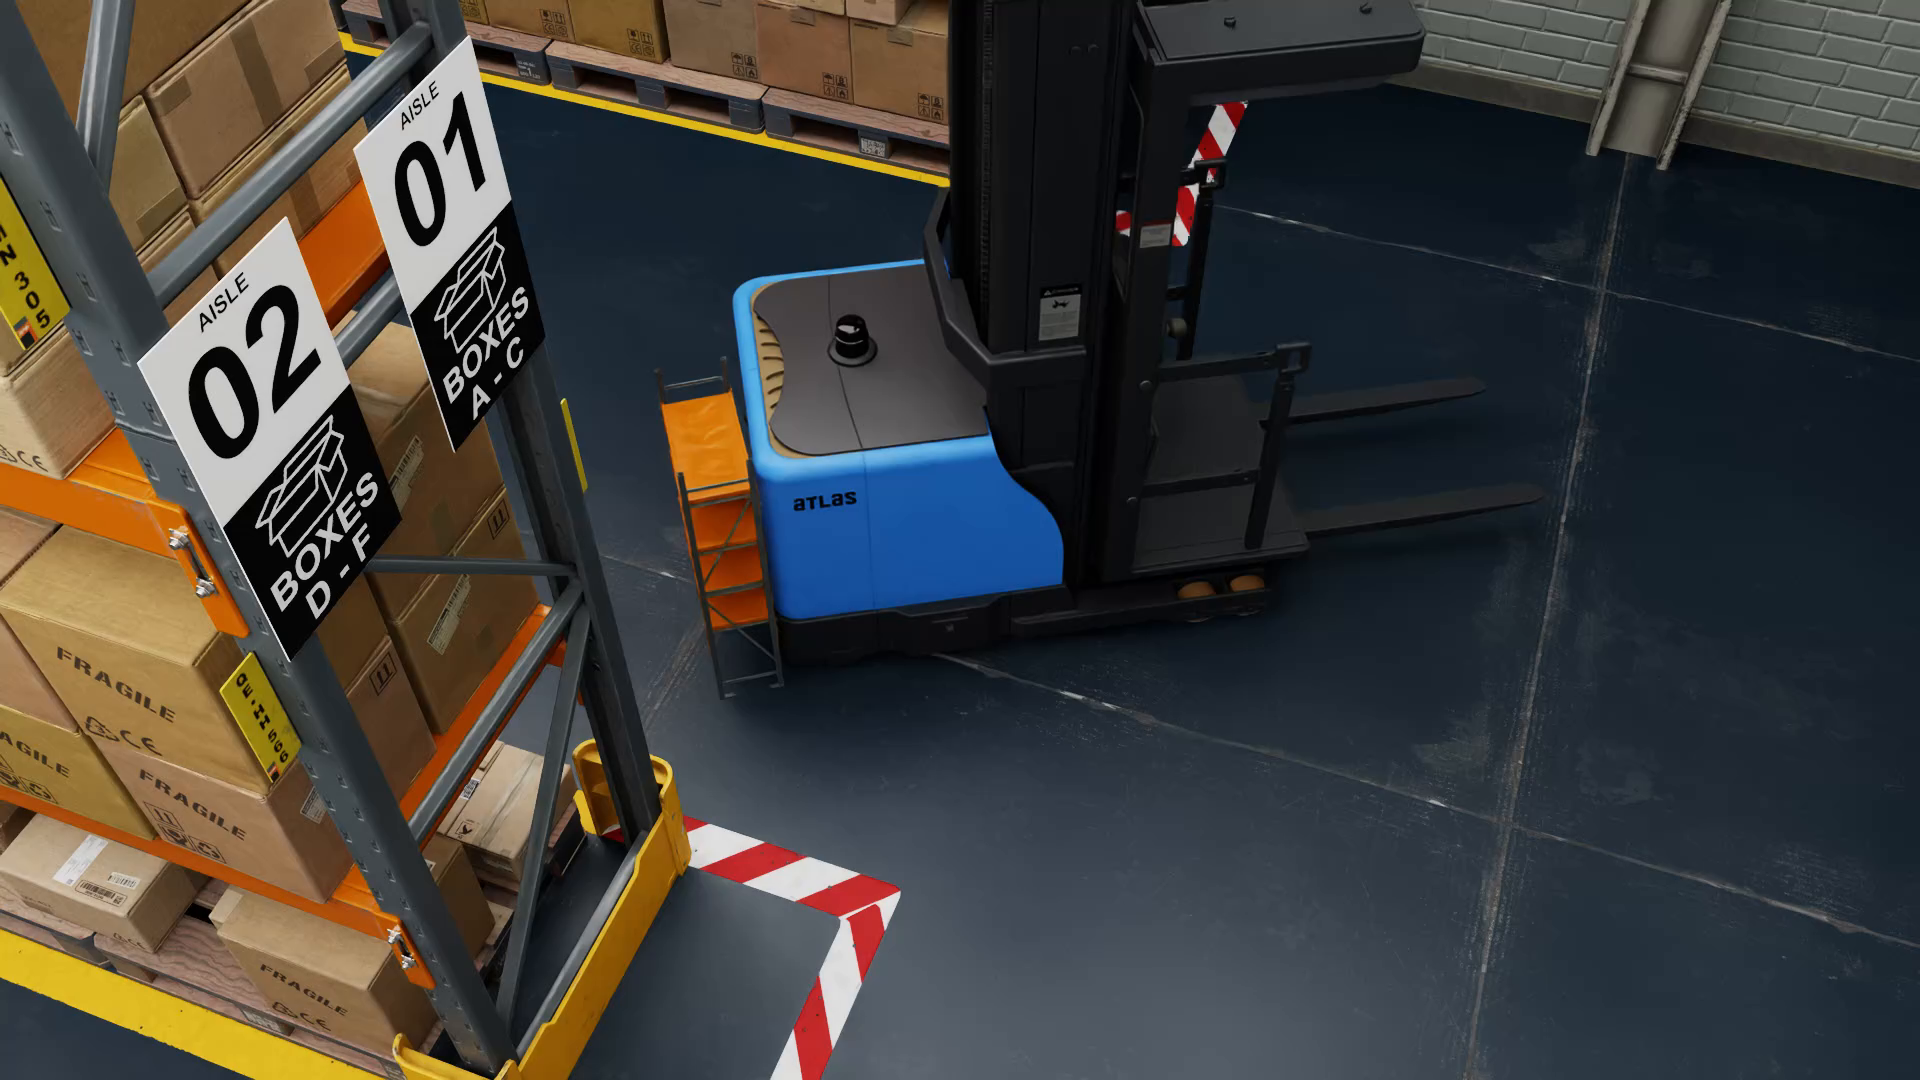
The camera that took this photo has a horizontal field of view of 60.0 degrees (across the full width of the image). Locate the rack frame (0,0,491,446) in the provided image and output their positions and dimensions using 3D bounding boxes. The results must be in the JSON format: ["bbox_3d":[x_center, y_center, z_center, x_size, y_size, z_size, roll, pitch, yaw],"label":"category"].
[{"bbox_3d":[-1.191,-1.509,1.970,0.127,3.000,1.000,16,51,13],"label":"rack frame"}]

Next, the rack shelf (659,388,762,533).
[{"bbox_3d":[-0.833,-0.270,5.536,0.258,0.148,0.480,-12,50,-10],"label":"rack shelf"}]

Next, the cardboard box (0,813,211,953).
[{"bbox_3d":[-2.667,0.974,5.316,0.500,0.250,0.500,16,51,13],"label":"cardboard box"}]

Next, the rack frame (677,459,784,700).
[{"bbox_3d":[-0.769,0.165,5.679,0.240,1.200,0.015,-12,50,-10],"label":"rack frame"}]

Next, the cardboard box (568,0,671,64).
[{"bbox_3d":[-1.613,-2.885,8.508,0.500,0.500,0.700,17,51,14],"label":"cardboard box"}]

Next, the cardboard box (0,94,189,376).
[{"bbox_3d":[-1.761,-0.595,2.931,0.500,0.250,0.500,16,51,13],"label":"cardboard box"}]

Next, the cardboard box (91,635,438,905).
[{"bbox_3d":[-1.706,0.498,4.134,0.500,0.500,0.500,17,51,14],"label":"cardboard box"}]

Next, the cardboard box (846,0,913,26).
[{"bbox_3d":[-0.353,-2.605,7.837,0.250,0.149,0.380,15,51,13],"label":"cardboard box"}]

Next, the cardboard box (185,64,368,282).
[{"bbox_3d":[-1.585,-0.793,3.433,0.500,0.250,0.500,16,51,13],"label":"cardboard box"}]

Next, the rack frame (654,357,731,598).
[{"bbox_3d":[-0.895,-0.191,5.988,0.240,1.200,0.015,-12,50,-10],"label":"rack frame"}]

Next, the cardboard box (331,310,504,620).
[{"bbox_3d":[-1.516,-0.208,4.084,0.500,0.500,0.500,17,51,14],"label":"cardboard box"}]

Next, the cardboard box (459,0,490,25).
[{"bbox_3d":[-2.564,-3.155,8.742,0.500,0.500,0.700,16,51,14],"label":"cardboard box"}]

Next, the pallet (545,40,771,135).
[{"bbox_3d":[-1.396,-2.618,8.746,1.213,0.211,1.003,16,51,13],"label":"pallet"}]

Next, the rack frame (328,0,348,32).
[{"bbox_3d":[-3.230,-4.104,8.189,0.127,3.000,1.000,16,51,13],"label":"rack frame"}]

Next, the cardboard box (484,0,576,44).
[{"bbox_3d":[-2.094,-3.021,8.626,0.500,0.500,0.700,15,51,13],"label":"cardboard box"}]

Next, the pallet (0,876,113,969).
[{"bbox_3d":[-3.151,0.820,5.766,1.213,0.211,1.003,16,51,13],"label":"pallet"}]

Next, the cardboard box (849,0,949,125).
[{"bbox_3d":[-0.169,-2.488,8.164,0.500,0.500,0.700,16,51,13],"label":"cardboard box"}]

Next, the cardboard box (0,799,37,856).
[{"bbox_3d":[-3.179,0.570,5.499,0.637,0.503,0.797,16,51,13],"label":"cardboard box"}]

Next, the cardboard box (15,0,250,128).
[{"bbox_3d":[-1.679,-1.010,2.794,0.500,0.500,0.700,16,51,13],"label":"cardboard box"}]

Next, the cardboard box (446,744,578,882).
[{"bbox_3d":[-1.465,0.892,5.454,0.250,0.149,0.380,16,51,13],"label":"cardboard box"}]

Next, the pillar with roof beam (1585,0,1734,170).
[{"bbox_3d":[1.863,-1.876,2.288,0.400,9.000,9.100,16,51,13],"label":"pillar with roof beam"}]

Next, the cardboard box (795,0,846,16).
[{"bbox_3d":[-0.593,-2.672,7.894,0.250,0.149,0.380,17,51,14],"label":"cardboard box"}]

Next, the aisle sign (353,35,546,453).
[{"bbox_3d":[-1.025,-0.586,3.419,0.004,0.787,0.394,16,51,13],"label":"aisle sign"}]

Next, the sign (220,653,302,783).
[{"bbox_3d":[-1.402,0.361,3.344,0.005,0.325,0.100,16,51,13],"label":"sign"}]

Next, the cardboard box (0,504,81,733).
[{"bbox_3d":[-2.178,0.042,3.868,0.500,0.500,0.500,17,51,14],"label":"cardboard box"}]

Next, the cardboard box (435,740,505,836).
[{"bbox_3d":[-1.699,0.821,5.504,0.250,0.166,0.380,16,51,13],"label":"cardboard box"}]

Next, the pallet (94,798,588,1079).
[{"bbox_3d":[-2.011,1.141,5.488,1.213,0.211,1.003,16,51,13],"label":"pallet"}]

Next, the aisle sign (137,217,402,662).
[{"bbox_3d":[-1.233,-0.161,3.051,0.004,0.787,0.394,16,51,13],"label":"aisle sign"}]

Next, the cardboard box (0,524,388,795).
[{"bbox_3d":[-1.704,0.174,3.753,0.500,0.500,0.500,15,51,13],"label":"cardboard box"}]

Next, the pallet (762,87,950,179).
[{"bbox_3d":[-0.255,-2.298,8.468,1.213,0.211,1.003,16,51,13],"label":"pallet"}]

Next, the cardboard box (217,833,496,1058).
[{"bbox_3d":[-1.786,1.162,4.987,0.500,0.500,0.500,16,51,13],"label":"cardboard box"}]

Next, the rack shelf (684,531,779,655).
[{"bbox_3d":[-0.831,0.161,6.035,0.258,0.148,0.480,-12,50,-10],"label":"rack shelf"}]

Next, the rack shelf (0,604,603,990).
[{"bbox_3d":[-3.067,0.167,4.963,4.000,0.370,1.077,16,51,13],"label":"rack shelf"}]

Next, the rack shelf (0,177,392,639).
[{"bbox_3d":[-3.067,-0.815,3.829,4.000,0.370,1.077,16,51,13],"label":"rack shelf"}]

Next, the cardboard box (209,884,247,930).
[{"bbox_3d":[-2.135,1.102,5.261,0.250,0.166,0.380,16,51,13],"label":"cardboard box"}]

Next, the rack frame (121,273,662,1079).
[{"bbox_3d":[-1.191,0.455,4.237,0.127,3.000,1.000,16,51,13],"label":"rack frame"}]

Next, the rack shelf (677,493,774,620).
[{"bbox_3d":[-0.832,0.031,5.884,0.258,0.148,0.480,-12,50,-10],"label":"rack shelf"}]

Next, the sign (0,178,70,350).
[{"bbox_3d":[-1.402,-0.429,2.432,0.005,0.325,0.100,16,51,13],"label":"sign"}]

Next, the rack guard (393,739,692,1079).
[{"bbox_3d":[-1.262,1.254,5.199,0.348,0.500,1.175,16,51,13],"label":"rack guard"}]

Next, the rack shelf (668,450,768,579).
[{"bbox_3d":[-0.832,-0.116,5.715,0.258,0.148,0.480,-12,50,-10],"label":"rack shelf"}]

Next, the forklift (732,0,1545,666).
[{"bbox_3d":[0.730,-1.034,5.574,3.031,2.935,1.130,-8,50,-7],"label":"forklift"}]

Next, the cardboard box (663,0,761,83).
[{"bbox_3d":[-1.111,-2.751,8.392,0.500,0.500,0.700,14,51,12],"label":"cardboard box"}]

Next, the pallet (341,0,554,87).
[{"bbox_3d":[-2.544,-2.937,9.022,1.213,0.211,1.003,16,51,13],"label":"pallet"}]

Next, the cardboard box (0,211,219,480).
[{"bbox_3d":[-1.764,-0.426,3.115,0.500,0.250,0.500,16,51,13],"label":"cardboard box"}]

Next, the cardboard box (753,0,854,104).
[{"bbox_3d":[-0.639,-2.619,8.278,0.500,0.500,0.700,15,51,13],"label":"cardboard box"}]

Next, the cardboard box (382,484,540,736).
[{"bbox_3d":[-1.516,0.120,4.462,0.500,0.500,0.500,17,51,14],"label":"cardboard box"}]

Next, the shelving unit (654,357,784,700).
[{"bbox_3d":[-0.832,-0.013,5.834,0.258,1.200,0.503,-12,50,-10],"label":"shelving unit"}]

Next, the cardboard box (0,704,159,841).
[{"bbox_3d":[-2.193,0.365,4.249,0.500,0.500,0.500,16,51,13],"label":"cardboard box"}]

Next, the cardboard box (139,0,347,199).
[{"bbox_3d":[-1.583,-0.961,3.248,0.500,0.250,0.500,16,51,13],"label":"cardboard box"}]

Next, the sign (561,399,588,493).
[{"bbox_3d":[-1.003,-0.213,4.243,0.005,0.325,0.100,16,51,13],"label":"sign"}]
